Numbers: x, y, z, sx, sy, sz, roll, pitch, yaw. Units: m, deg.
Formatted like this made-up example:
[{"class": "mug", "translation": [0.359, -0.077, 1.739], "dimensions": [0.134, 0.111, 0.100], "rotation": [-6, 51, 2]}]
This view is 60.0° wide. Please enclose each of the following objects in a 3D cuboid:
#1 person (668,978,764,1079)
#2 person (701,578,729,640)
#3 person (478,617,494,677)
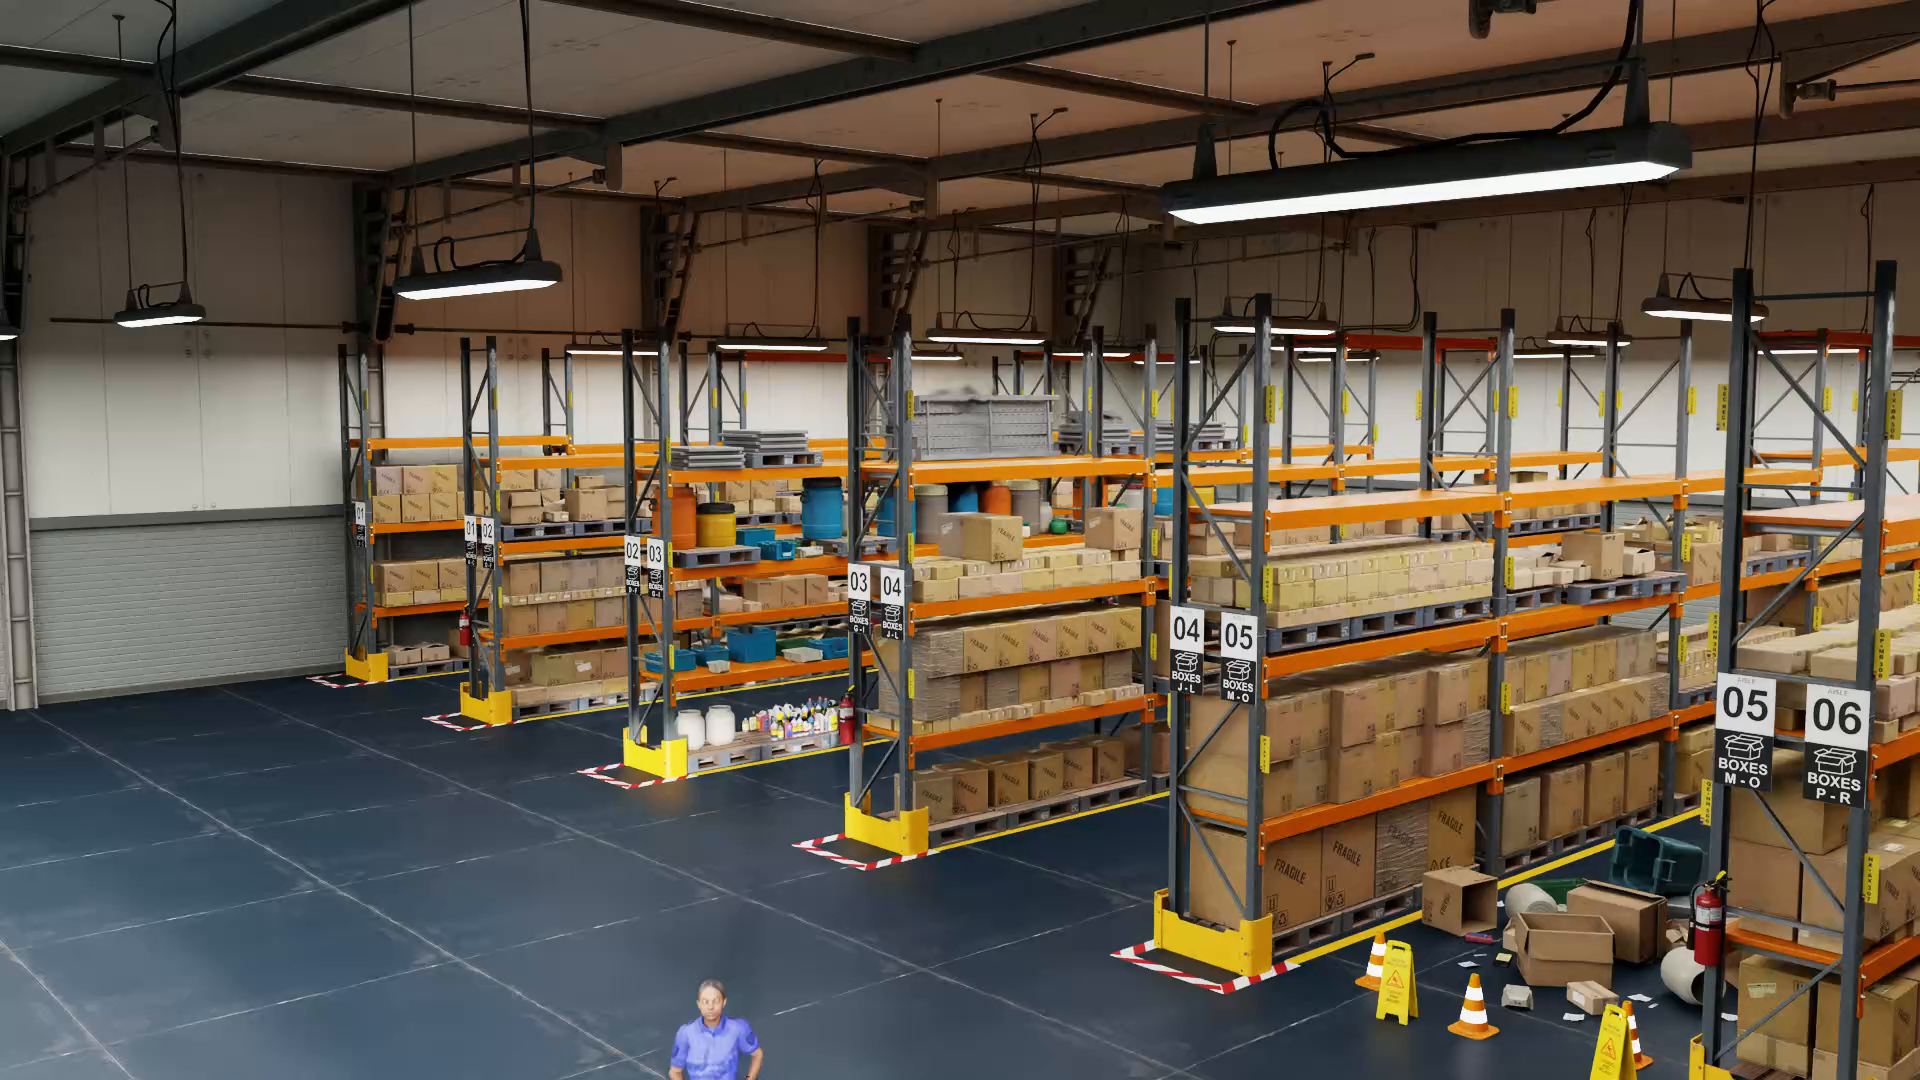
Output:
[{"class": "person", "translation": [-1.469, 3.459, 9.971], "dimensions": [0.565, 1.613, 0.551], "rotation": [0, 5, -4]}, {"class": "person", "translation": [-4.790, 1.432, 31.676], "dimensions": [0.667, 1.804, 0.901], "rotation": [4, 7, 41]}, {"class": "person", "translation": [-7.850, 1.781, 28.061], "dimensions": [0.695, 1.718, 0.628], "rotation": [4, 7, 39]}]
